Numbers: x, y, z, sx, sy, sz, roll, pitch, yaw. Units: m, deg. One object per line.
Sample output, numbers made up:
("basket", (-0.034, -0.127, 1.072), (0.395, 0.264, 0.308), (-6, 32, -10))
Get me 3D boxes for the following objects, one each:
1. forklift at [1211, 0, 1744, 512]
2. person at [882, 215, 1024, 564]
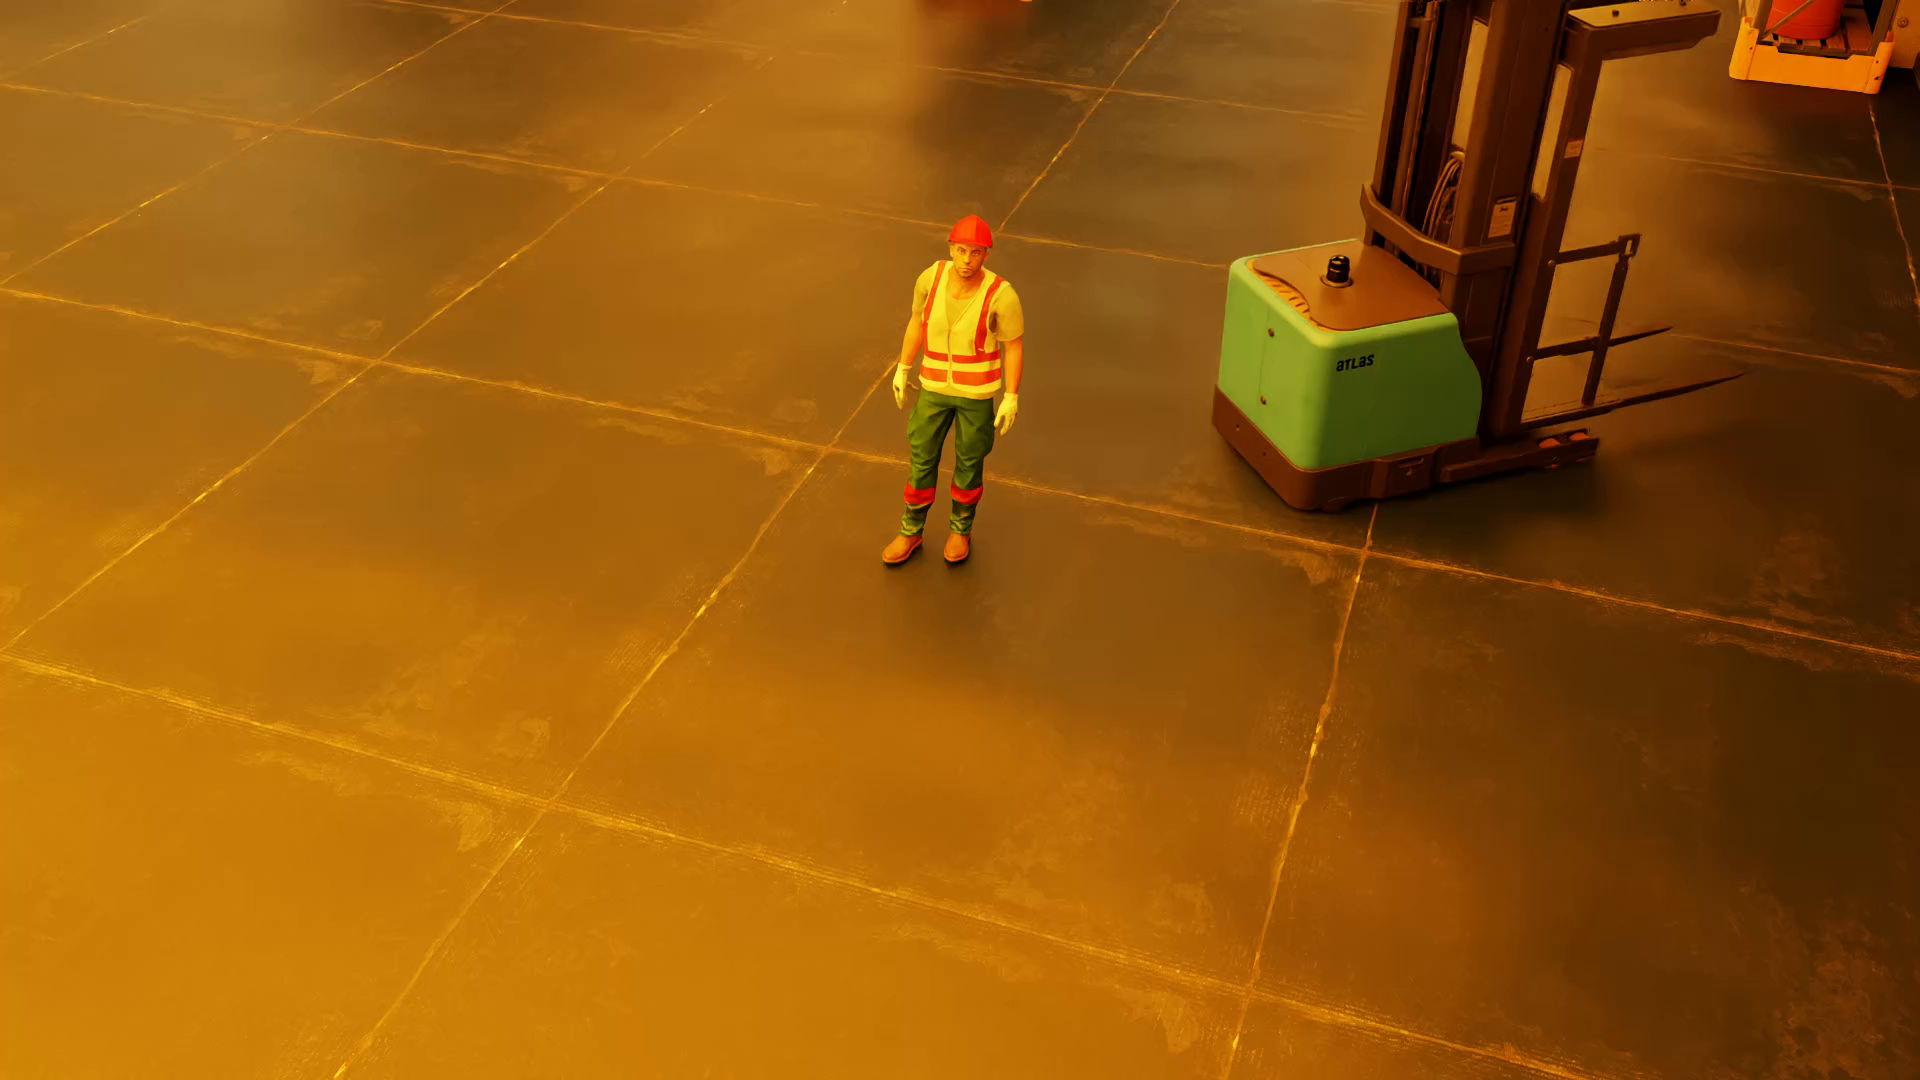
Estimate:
("forklift", (3.004, -1.862, 8.738), (3.031, 2.935, 1.130), (-12, 37, -16))
("person", (-0.038, -0.694, 8.065), (0.638, 1.787, 0.564), (12, 37, 16))
